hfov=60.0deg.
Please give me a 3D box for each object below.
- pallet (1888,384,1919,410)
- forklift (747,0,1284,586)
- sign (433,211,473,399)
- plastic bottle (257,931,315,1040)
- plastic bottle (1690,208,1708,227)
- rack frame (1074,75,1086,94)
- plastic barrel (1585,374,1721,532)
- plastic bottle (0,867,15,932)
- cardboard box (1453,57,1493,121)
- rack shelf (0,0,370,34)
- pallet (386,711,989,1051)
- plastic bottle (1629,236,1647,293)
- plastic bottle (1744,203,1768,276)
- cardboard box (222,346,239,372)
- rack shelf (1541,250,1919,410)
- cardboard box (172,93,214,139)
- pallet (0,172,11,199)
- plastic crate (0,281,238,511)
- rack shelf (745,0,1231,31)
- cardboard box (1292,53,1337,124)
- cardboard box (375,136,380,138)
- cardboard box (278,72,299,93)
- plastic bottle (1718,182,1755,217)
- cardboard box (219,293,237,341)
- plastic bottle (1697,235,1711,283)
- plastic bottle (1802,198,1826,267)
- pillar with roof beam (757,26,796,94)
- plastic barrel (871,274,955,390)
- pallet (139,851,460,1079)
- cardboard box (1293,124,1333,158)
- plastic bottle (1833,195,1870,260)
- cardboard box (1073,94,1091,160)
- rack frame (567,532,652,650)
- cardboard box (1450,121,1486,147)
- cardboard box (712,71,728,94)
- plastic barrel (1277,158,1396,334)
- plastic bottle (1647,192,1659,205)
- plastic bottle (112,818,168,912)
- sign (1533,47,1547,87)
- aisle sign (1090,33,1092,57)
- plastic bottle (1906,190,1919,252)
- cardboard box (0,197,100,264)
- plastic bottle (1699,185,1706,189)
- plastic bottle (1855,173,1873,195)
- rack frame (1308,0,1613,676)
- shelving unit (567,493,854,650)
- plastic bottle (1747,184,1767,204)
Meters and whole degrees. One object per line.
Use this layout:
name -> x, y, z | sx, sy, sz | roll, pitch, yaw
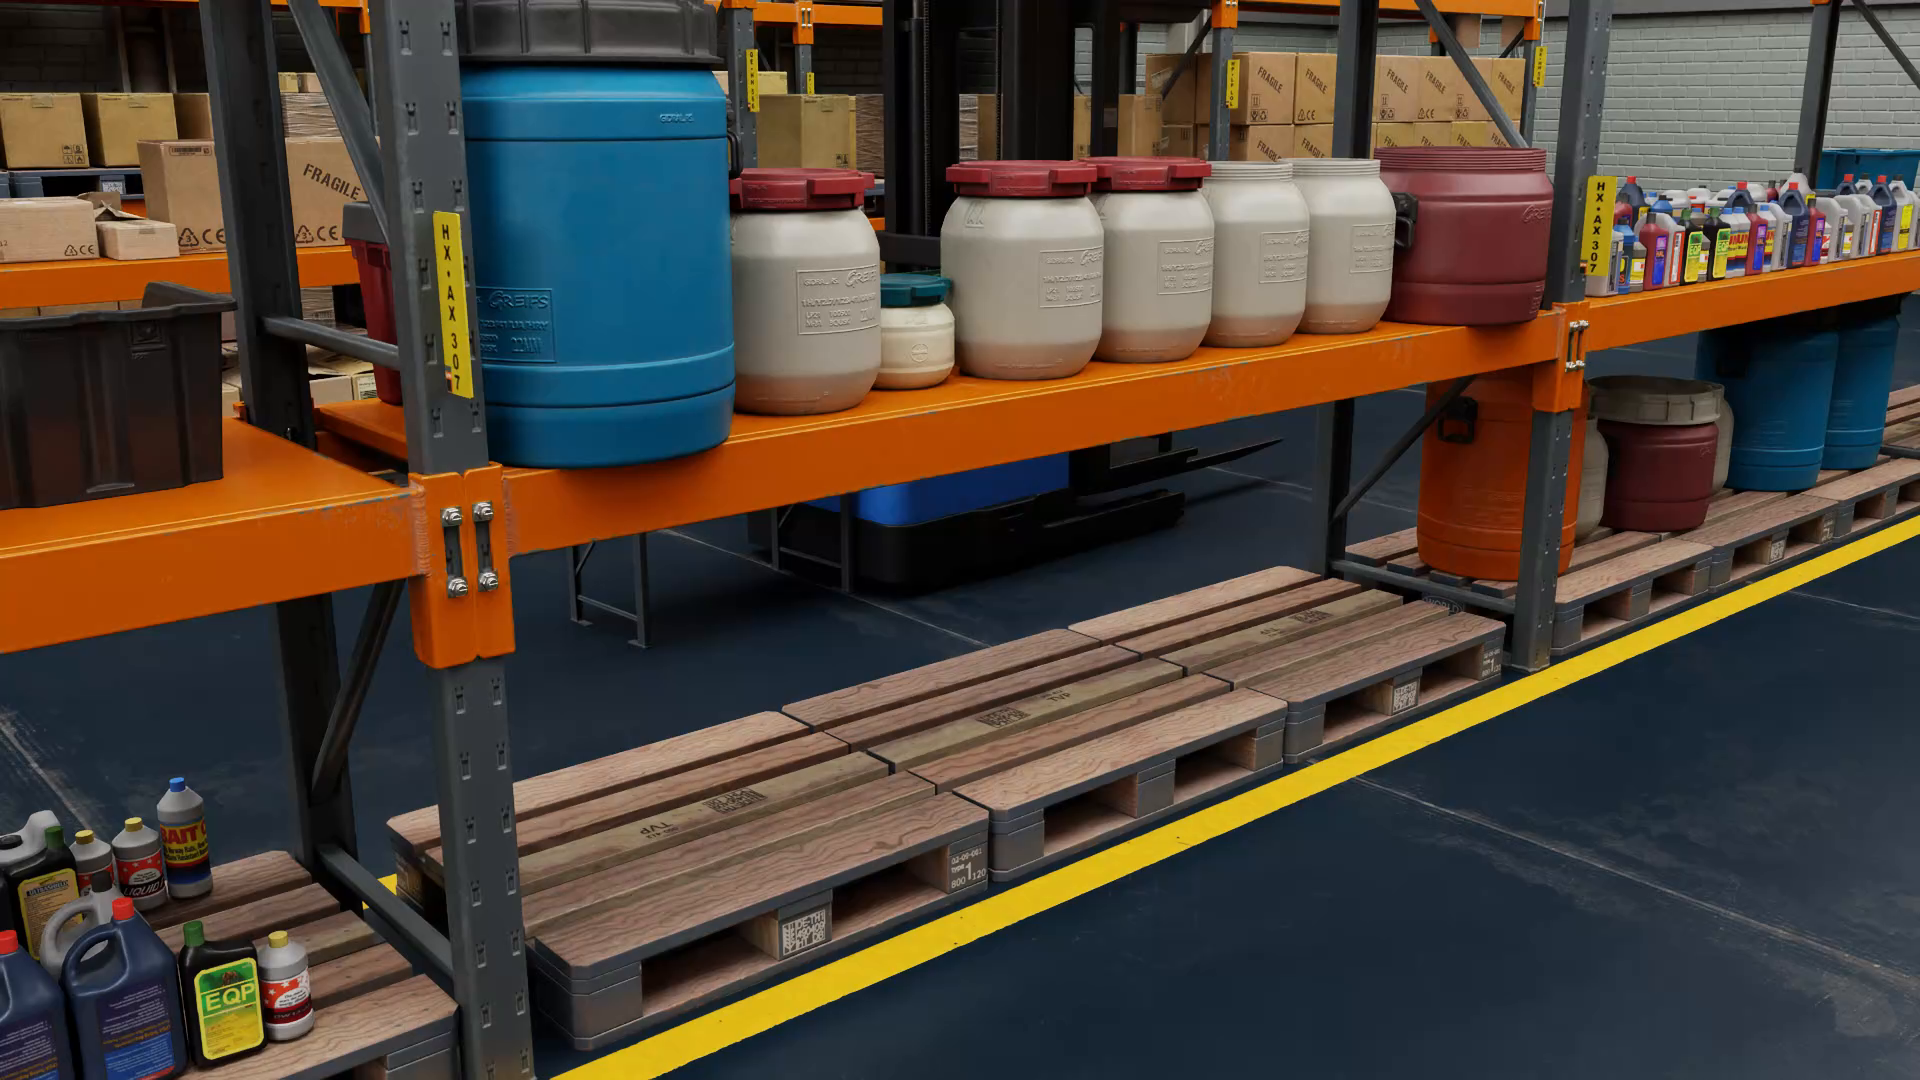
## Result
pallet -> 6.226, -0.743, 10.123 | 1.213, 0.211, 1.003 | -13, 19, -39
forklift -> 0.441, -1.531, 7.803 | 1.130, 2.935, 3.031 | 14, 21, 43
sign -> -0.906, -0.420, 2.974 | 0.005, 0.325, 0.100 | -13, 19, -39
plastic bottle -> -1.328, 0.866, 3.264 | 0.097, 0.201, 0.097 | 0, 15, 0
plastic bottle -> 3.399, -1.433, 7.687 | 0.097, 0.201, 0.097 | 0, 15, 0
rack frame -> 1.290, -4.357, 18.248 | 0.127, 3.000, 1.000 | -13, 19, -39
plastic barrel -> 2.968, -0.388, 7.250 | 0.708, 0.588, 0.600 | -13, 19, -39
plastic bottle -> -2.046, 0.756, 3.388 | 0.185, 0.351, 0.144 | -13, 19, -39
cardboard box -> 4.009, -3.710, 13.695 | 0.500, 0.500, 0.500 | -12, 19, -38
rack shelf -> -6.254, -3.764, 11.612 | 4.000, 0.370, 1.077 | -13, 19, -39
pallet -> -0.692, 0.811, 4.303 | 1.213, 0.211, 1.003 | -13, 19, -39
plastic bottle -> 2.476, -1.018, 6.134 | 0.097, 0.201, 0.097 | 0, 15, 0
plastic bottle -> 3.199, -1.214, 6.708 | 0.133, 0.283, 0.061 | -13, 19, -39
cardboard box -> -3.624, -0.803, 8.373 | 0.500, 0.311, 0.500 | -13, 20, -40
rack shelf -> 3.267, -1.064, 7.315 | 4.000, 0.370, 1.077 | -13, 19, -39
cardboard box -> -5.497, -3.081, 12.425 | 0.700, 0.500, 0.500 | 14, 20, 42
pallet -> -7.091, -2.332, 11.041 | 1.213, 0.211, 1.003 | -13, 19, -39
plastic crate -> -1.738, -0.301, 3.186 | 0.504, 0.338, 0.767 | -13, 19, -39
rack shelf -> 0.018, -3.478, 10.541 | 4.000, 0.370, 1.077 | -13, 19, -39
cardboard box -> 2.456, -3.359, 12.383 | 0.500, 0.500, 0.500 | -13, 20, -41
cardboard box -> -2.746, -1.799, 8.478 | 0.500, 0.500, 0.500 | -14, 20, -42
cardboard box -> -5.219, -3.454, 12.566 | 0.380, 0.149, 0.250 | 12, 19, 38
plastic bottle -> 3.265, -1.327, 7.003 | 0.185, 0.351, 0.144 | -13, 19, -39
cardboard box -> -5.719, -1.810, 12.704 | 0.500, 0.500, 0.700 | -13, 20, -39
plastic bottle -> 2.852, -1.103, 6.450 | 0.097, 0.201, 0.097 | 0, 15, 0
plastic bottle -> 3.614, -1.307, 7.056 | 0.133, 0.283, 0.061 | -13, 19, -39
pillar with roof beam -> 1.059, -6.026, 12.874 | 0.400, 9.000, 9.100 | -13, 19, -39
plastic barrel -> -0.160, -0.523, 4.163 | 0.301, 0.262, 0.301 | 0, 15, 0
pallet -> -1.793, 1.058, 3.382 | 1.213, 0.211, 1.003 | -13, 19, -39
cardboard box -> 2.475, -2.884, 12.542 | 0.500, 0.500, 0.500 | -12, 19, -38
plastic bottle -> 3.933, -1.391, 7.384 | 0.135, 0.276, 0.152 | -13, 19, -39
cardboard box -> 0.546, -2.801, 11.417 | 0.500, 0.500, 0.700 | -9, 17, -31
rack frame -> -1.344, -0.363, 6.202 | 0.500, 1.500, 0.032 | 14, 21, 43
cardboard box -> 3.996, -3.224, 13.813 | 0.500, 0.500, 0.500 | -12, 19, -39
cardboard box -> -2.304, -4.029, 14.761 | 0.500, 0.250, 0.500 | -12, 19, -38
plastic barrel -> 1.122, -0.911, 5.132 | 0.421, 0.512, 0.421 | 0, 15, 0
plastic bottle -> 3.198, -1.474, 7.704 | 0.097, 0.271, 0.097 | 0, 15, 0
plastic bottle -> -1.864, 0.730, 3.775 | 0.097, 0.201, 0.097 | 0, 15, 0
sign -> 4.894, -3.994, 14.033 | 0.005, 0.325, 0.100 | -13, 19, -39
aisle sign -> 1.541, -5.567, 17.740 | 0.004, 0.787, 0.394 | -13, 19, -39
plastic bottle -> 4.415, -1.499, 7.790 | 0.135, 0.276, 0.152 | -13, 19, -39
cardboard box -> -4.165, -1.380, 7.393 | 0.500, 0.250, 0.500 | -11, 19, -36
plastic bottle -> 3.549, -1.565, 8.021 | 0.133, 0.283, 0.061 | -13, 19, -39
plastic bottle -> 4.203, -1.535, 7.781 | 0.185, 0.351, 0.144 | -13, 19, -39
rack frame -> 1.758, -1.073, 5.954 | 0.127, 3.000, 1.000 | -13, 19, -39
shelving unit -> -0.987, -0.456, 6.551 | 0.538, 1.500, 1.048 | 14, 21, 43
plastic bottle -> 3.900, -1.624, 8.259 | 0.135, 0.276, 0.152 | -13, 19, -39
